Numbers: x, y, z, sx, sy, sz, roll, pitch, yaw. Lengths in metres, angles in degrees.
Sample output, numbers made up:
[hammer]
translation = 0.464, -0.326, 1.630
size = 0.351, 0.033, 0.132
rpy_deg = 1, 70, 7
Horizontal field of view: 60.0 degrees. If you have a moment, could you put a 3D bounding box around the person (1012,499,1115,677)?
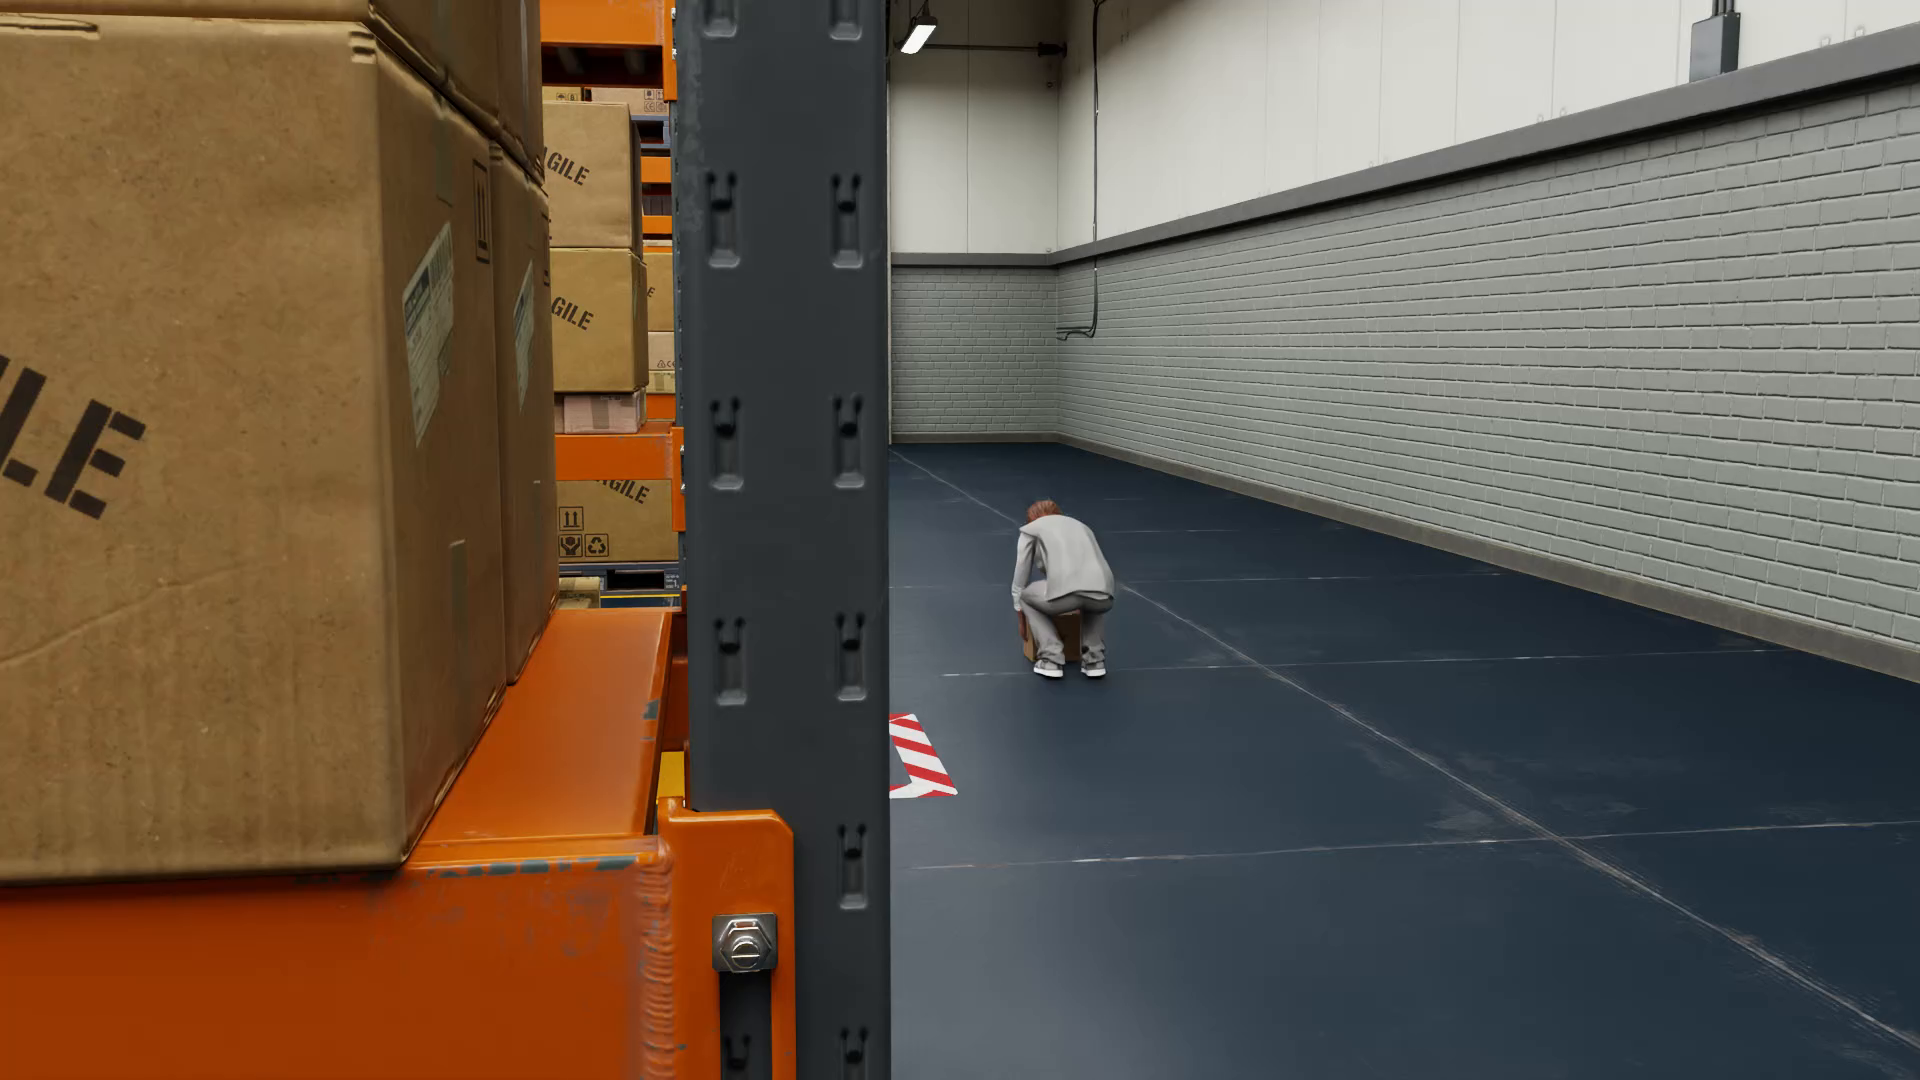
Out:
[person]
translation = 0.514, 0.244, 8.254
size = 0.440, 0.829, 0.804
rpy_deg = -1, 7, -9
